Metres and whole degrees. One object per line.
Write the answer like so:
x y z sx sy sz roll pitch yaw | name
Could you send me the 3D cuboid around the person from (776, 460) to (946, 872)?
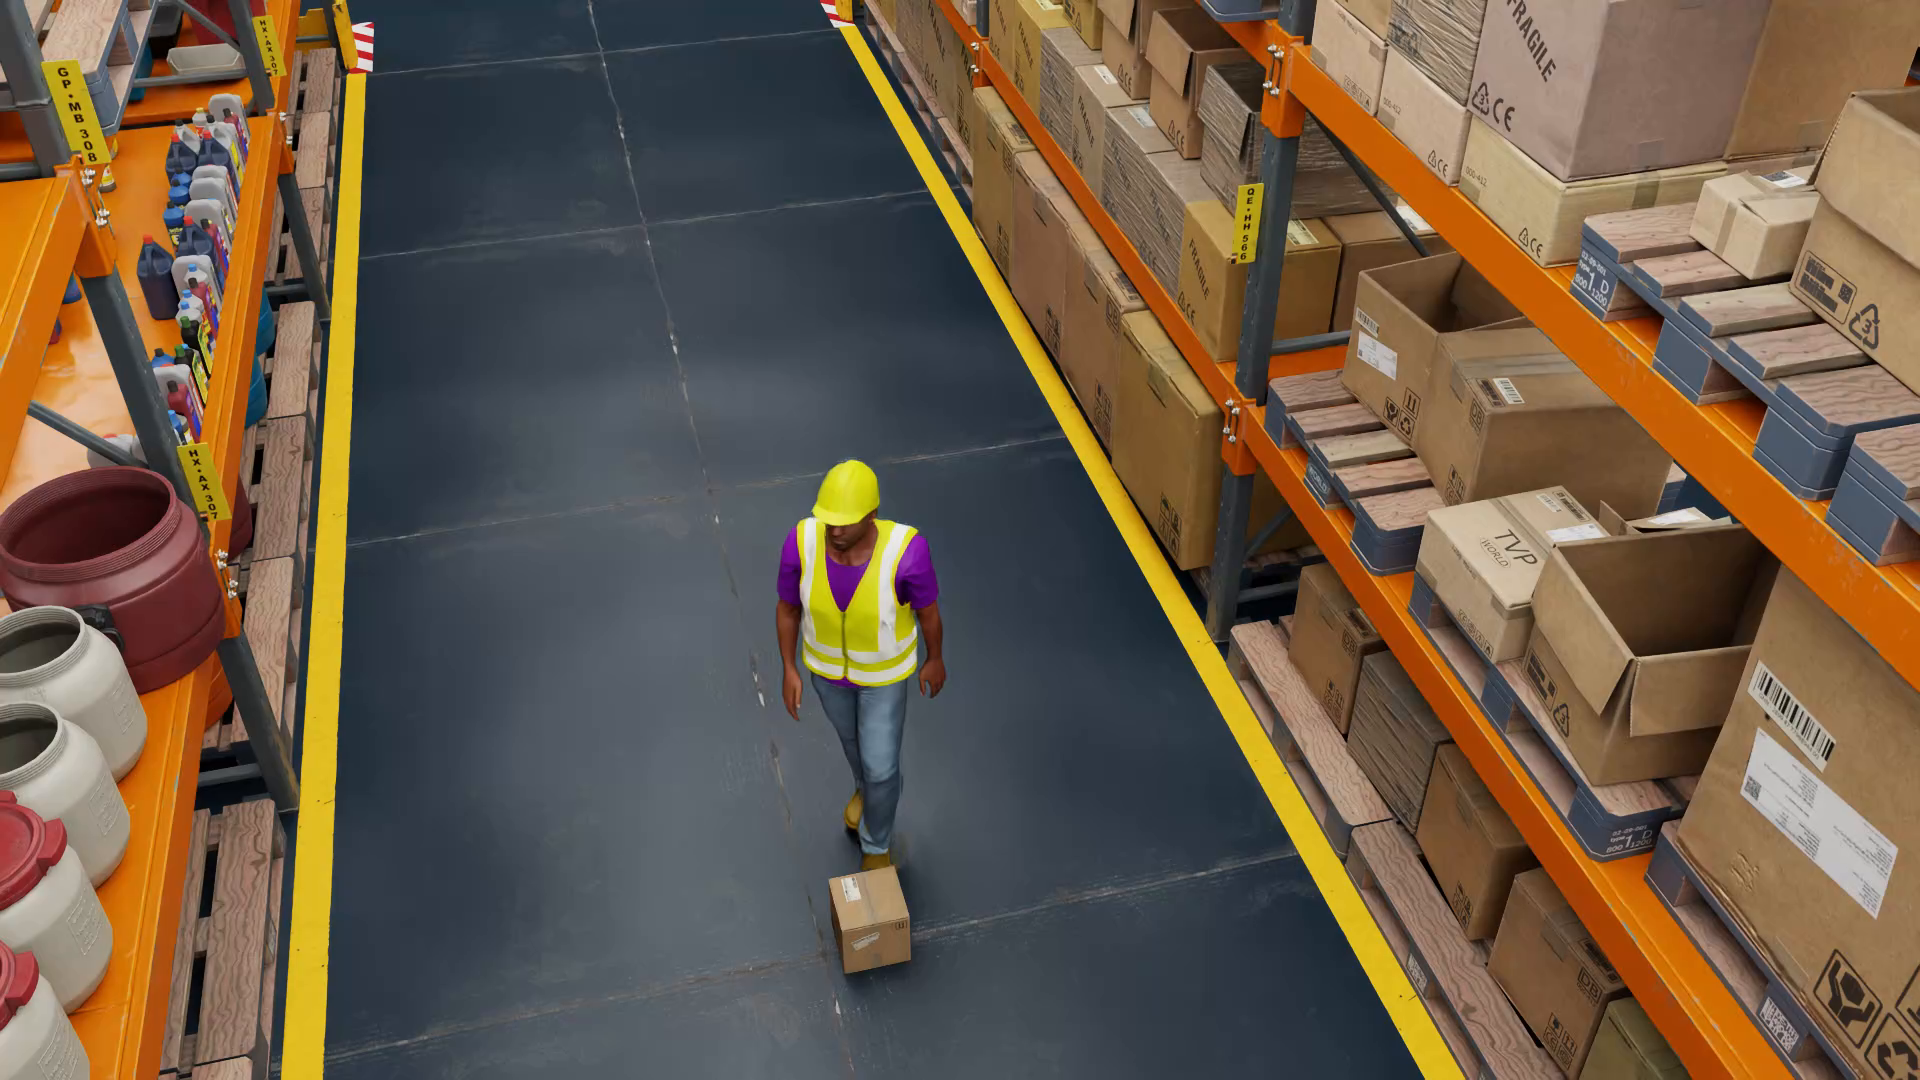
-0.379 0.497 6.093 0.596 1.828 0.602 10 39 13 | person
